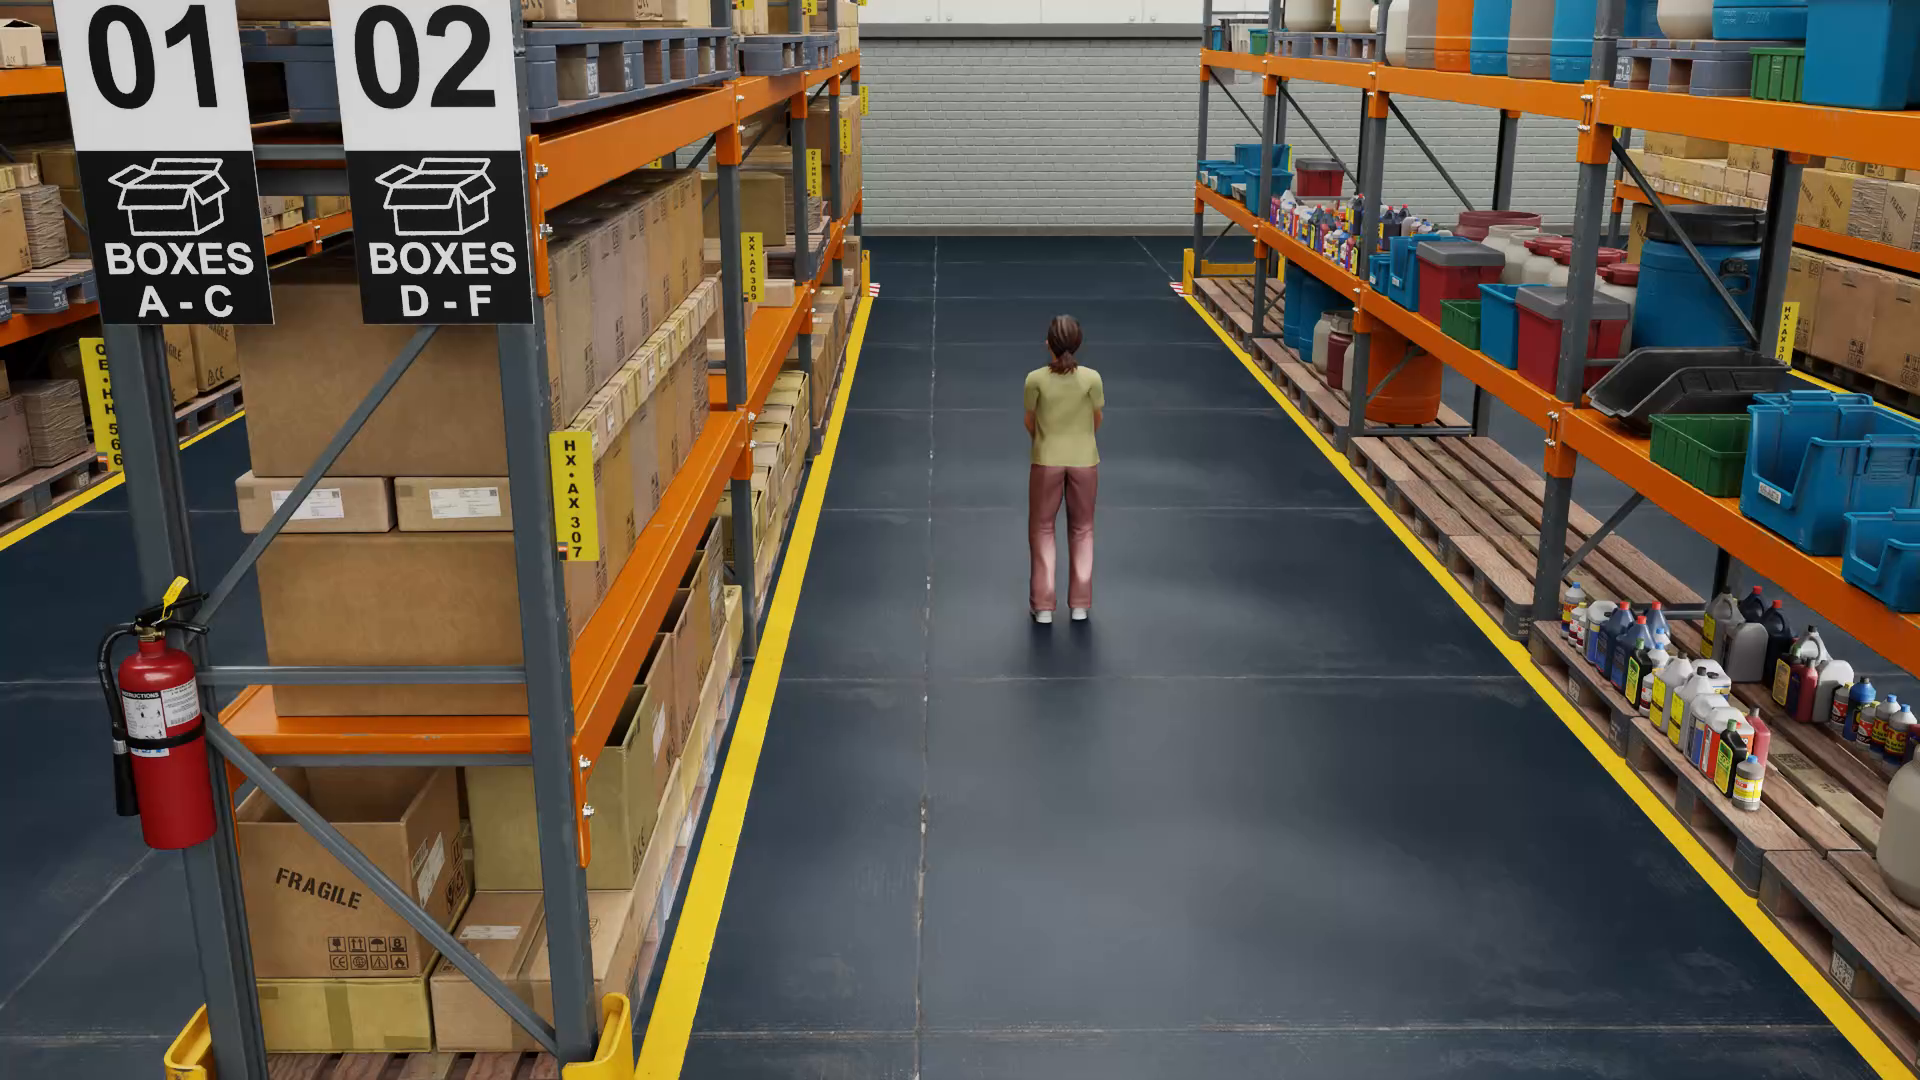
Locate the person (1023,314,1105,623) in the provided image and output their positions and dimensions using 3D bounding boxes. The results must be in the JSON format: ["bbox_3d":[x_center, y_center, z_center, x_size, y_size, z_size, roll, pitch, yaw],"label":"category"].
[{"bbox_3d":[0.540,-0.390,8.826,0.427,1.662,0.553,0,17,-1],"label":"person"}]
